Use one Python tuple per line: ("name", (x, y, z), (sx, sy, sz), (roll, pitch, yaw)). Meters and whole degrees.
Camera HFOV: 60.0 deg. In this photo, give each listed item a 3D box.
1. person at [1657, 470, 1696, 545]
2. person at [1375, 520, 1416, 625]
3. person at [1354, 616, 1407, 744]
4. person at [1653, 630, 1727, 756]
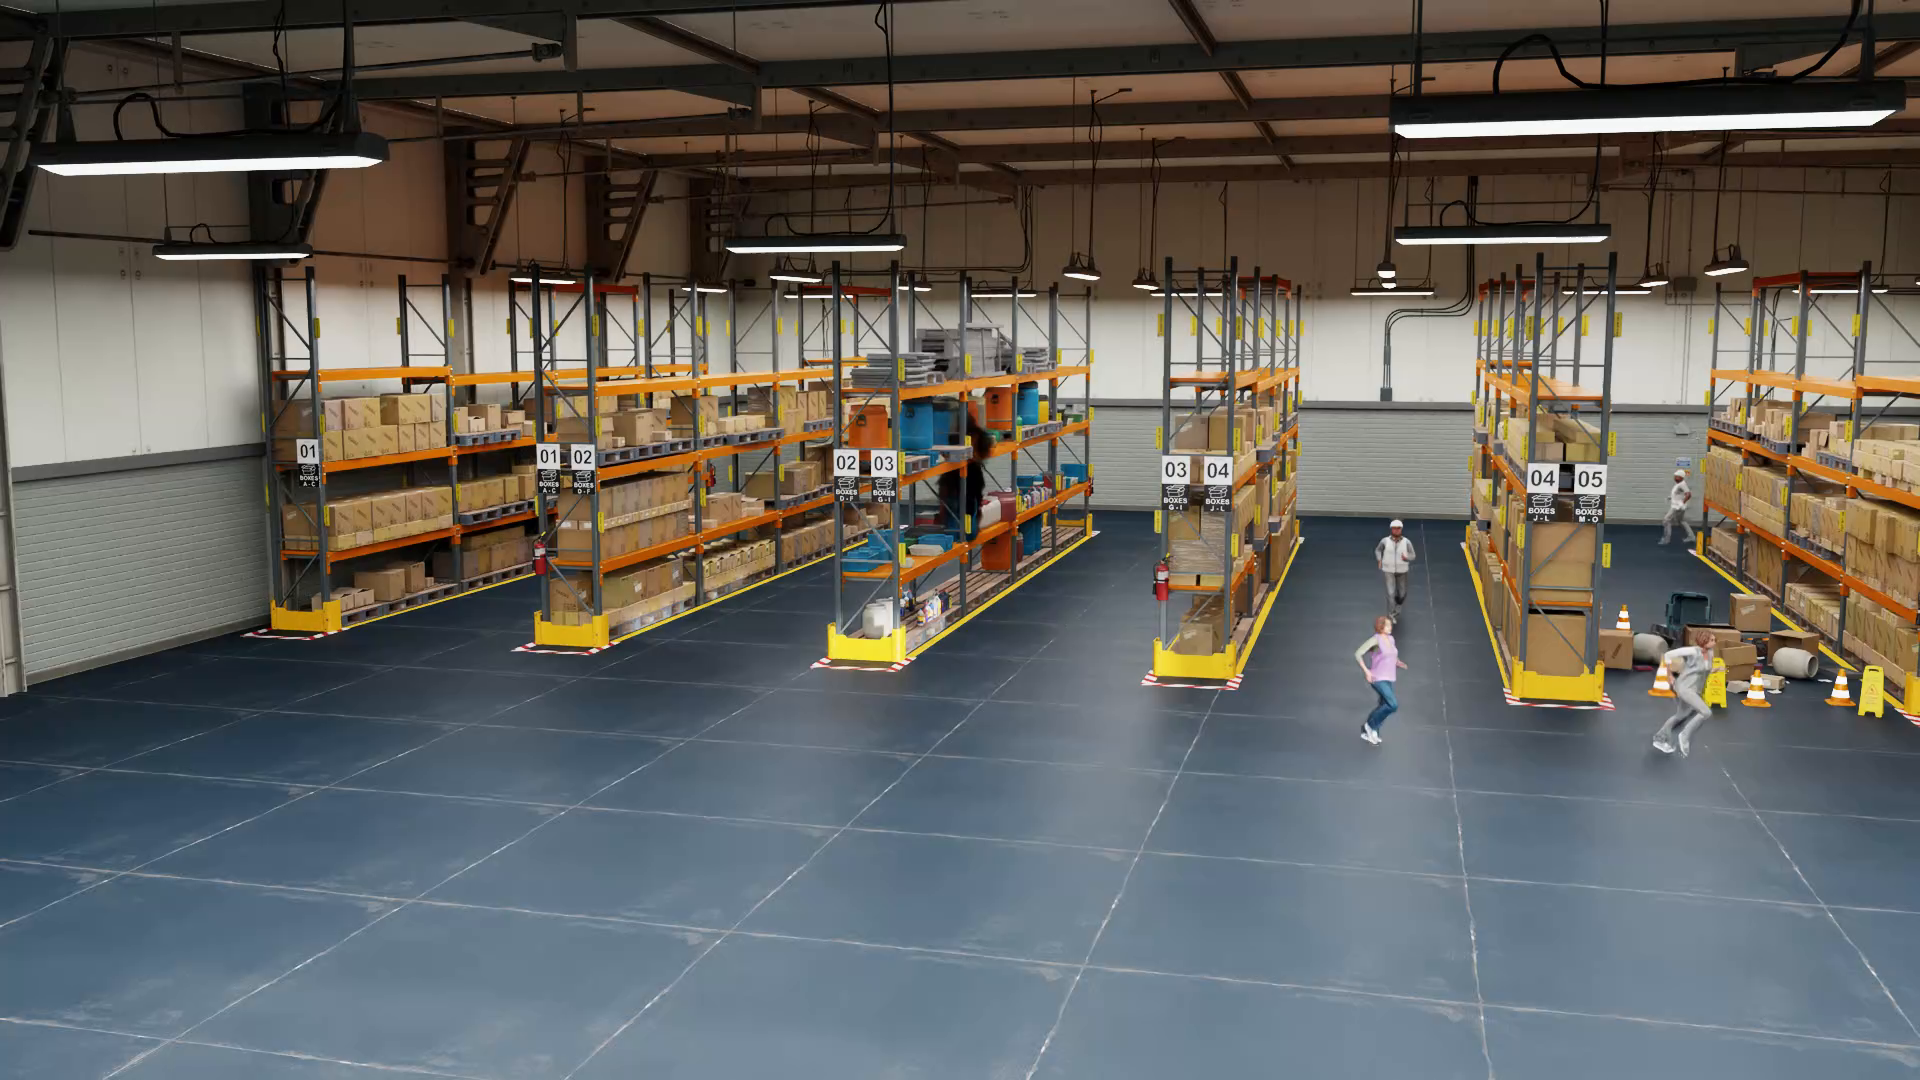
("person", (16.541, -0.730, 38.329), (0.824, 1.801, 0.745), (4, 8, 27))
("person", (7.424, 0.532, 28.381), (0.667, 1.750, 0.915), (1, 7, 10))
("person", (5.074, 1.689, 19.940), (0.517, 1.565, 0.621), (-6, 10, -41))
("person", (8.494, 1.774, 19.371), (0.526, 1.523, 0.823), (-6, 9, -39))
